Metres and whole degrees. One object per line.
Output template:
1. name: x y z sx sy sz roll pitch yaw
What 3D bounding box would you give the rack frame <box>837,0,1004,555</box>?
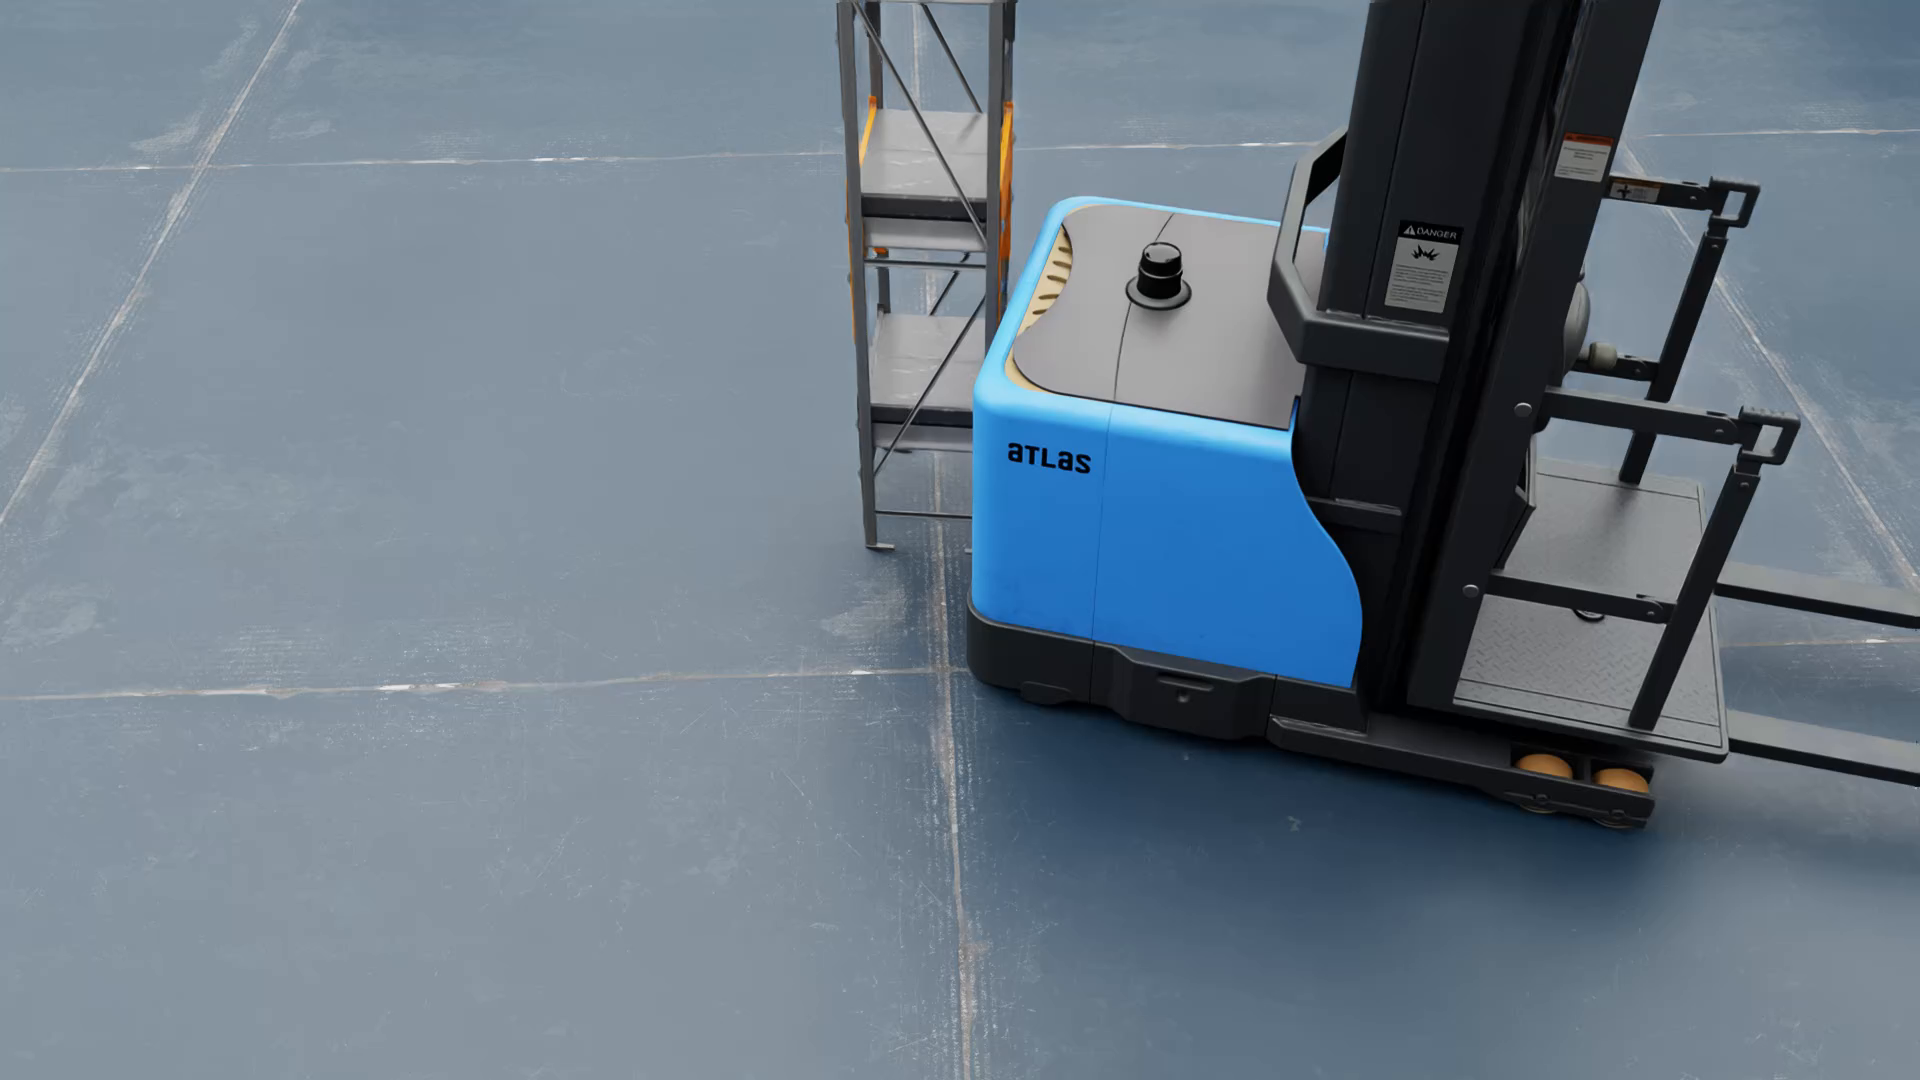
1. rack frame: -0.095 -0.741 4.504 0.400 2.100 0.015 3 43 4

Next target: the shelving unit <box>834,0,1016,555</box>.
1. shelving unit: -0.074 -0.905 4.683 0.431 2.100 0.503 3 43 4

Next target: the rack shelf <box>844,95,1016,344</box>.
1. rack shelf: -0.074 -0.895 4.692 0.431 0.518 0.480 3 43 4

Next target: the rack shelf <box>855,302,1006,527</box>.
1. rack shelf: -0.074 -0.379 5.165 0.431 0.518 0.480 3 43 4

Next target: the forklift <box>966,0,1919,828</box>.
1. forklift: 1.594 -0.716 3.862 3.031 2.935 1.130 10 43 11

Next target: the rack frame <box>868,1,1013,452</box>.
1. rack frame: -0.053 -1.069 4.863 0.400 2.100 0.015 3 43 4

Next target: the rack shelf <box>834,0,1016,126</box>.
1. rack shelf: -0.074 -1.411 4.220 0.431 0.518 0.480 3 43 4
